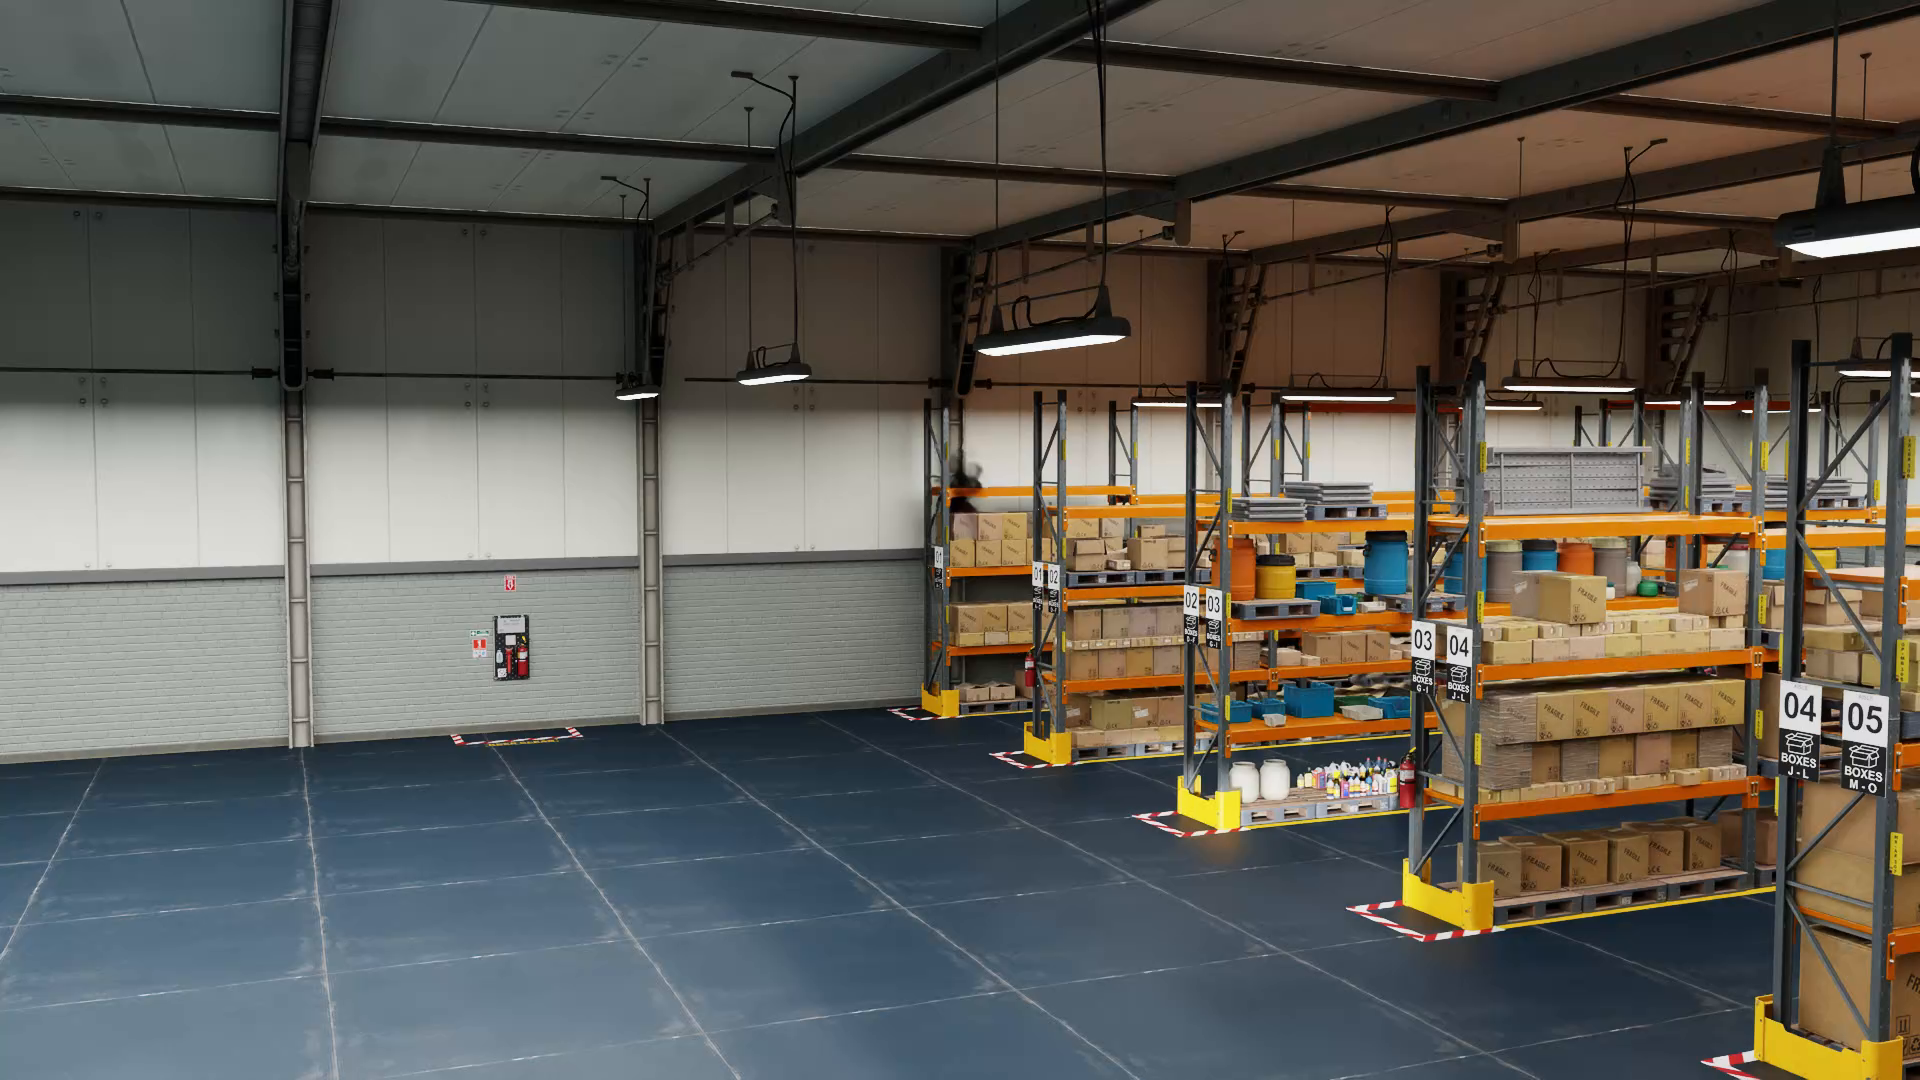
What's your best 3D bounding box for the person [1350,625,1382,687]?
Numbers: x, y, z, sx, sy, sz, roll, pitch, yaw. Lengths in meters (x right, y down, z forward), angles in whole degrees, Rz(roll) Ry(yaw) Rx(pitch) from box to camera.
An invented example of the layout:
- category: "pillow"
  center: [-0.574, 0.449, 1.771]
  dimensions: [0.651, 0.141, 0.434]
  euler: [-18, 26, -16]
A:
- category: "person"
  center: [7.933, 2.414, 31.984]
  dimensions: [0.859, 1.825, 0.683]
  euler: [-1, 4, -20]
